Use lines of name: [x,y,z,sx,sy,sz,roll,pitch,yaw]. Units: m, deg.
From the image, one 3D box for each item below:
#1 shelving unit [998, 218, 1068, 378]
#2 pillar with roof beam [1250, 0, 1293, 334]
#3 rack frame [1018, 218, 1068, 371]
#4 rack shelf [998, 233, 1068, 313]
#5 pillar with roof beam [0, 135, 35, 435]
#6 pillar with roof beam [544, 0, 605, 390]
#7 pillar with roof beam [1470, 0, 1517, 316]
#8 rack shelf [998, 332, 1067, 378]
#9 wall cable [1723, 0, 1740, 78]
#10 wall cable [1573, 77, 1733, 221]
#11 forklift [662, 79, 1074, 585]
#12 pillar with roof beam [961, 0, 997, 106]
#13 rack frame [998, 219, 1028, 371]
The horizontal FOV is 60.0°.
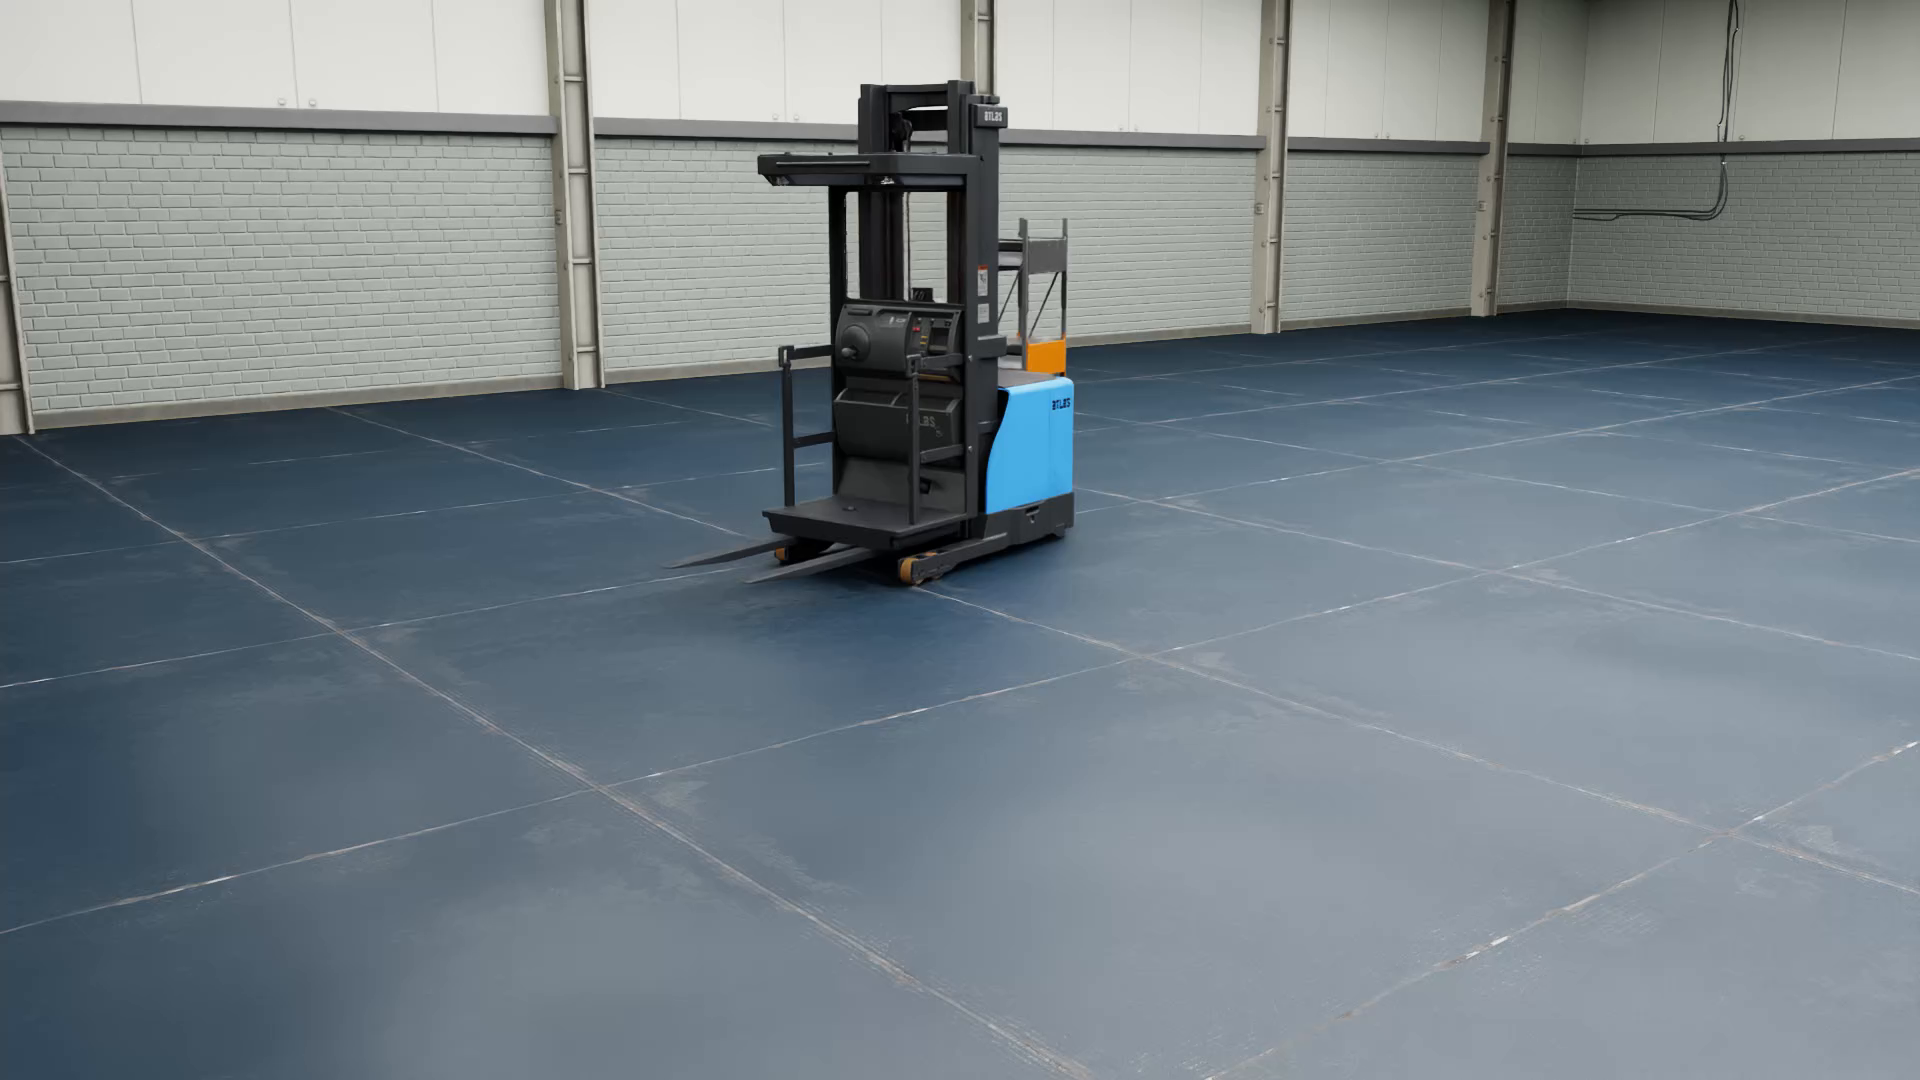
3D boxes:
shelving unit: [0.437,-1.186,11.659,0.431,2.100,0.503,9,15,36]
pillar with roof beam: [7.629,-7.060,22.714,0.400,9.000,9.100,-9,15,-38]
rack frame: [0.582,-1.227,11.851,0.400,2.100,0.015,9,15,36]
rack shelf: [0.437,-1.857,11.516,0.431,0.518,0.480,9,15,36]
pillar with roof beam: [-6.427,-4.725,11.714,0.400,9.000,9.100,-9,15,-38]
pillar with roof beam: [-1.742,-5.503,15.381,0.400,9.000,9.100,-9,15,-38]
pillar with roof beam: [12.314,-7.839,26.380,0.400,9.000,9.100,-9,15,-38]
rack shelf: [0.437,-1.173,11.662,0.431,0.518,0.480,9,15,36]
wall cable: [14.441,-9.218,28.190,0.112,2.526,3.097,-9,15,-38]
wall cable: [12.751,-7.186,30.781,0.112,2.526,3.097,-9,15,-38]
forklift: [-0.511,-1.278,10.093,1.130,2.935,3.031,9,15,36]
pillar with roof beam: [2.944,-6.282,19.047,0.400,9.000,9.100,-9,15,-38]
rack frame: [0.292,-1.145,11.467,0.400,2.100,0.015,9,15,36]
